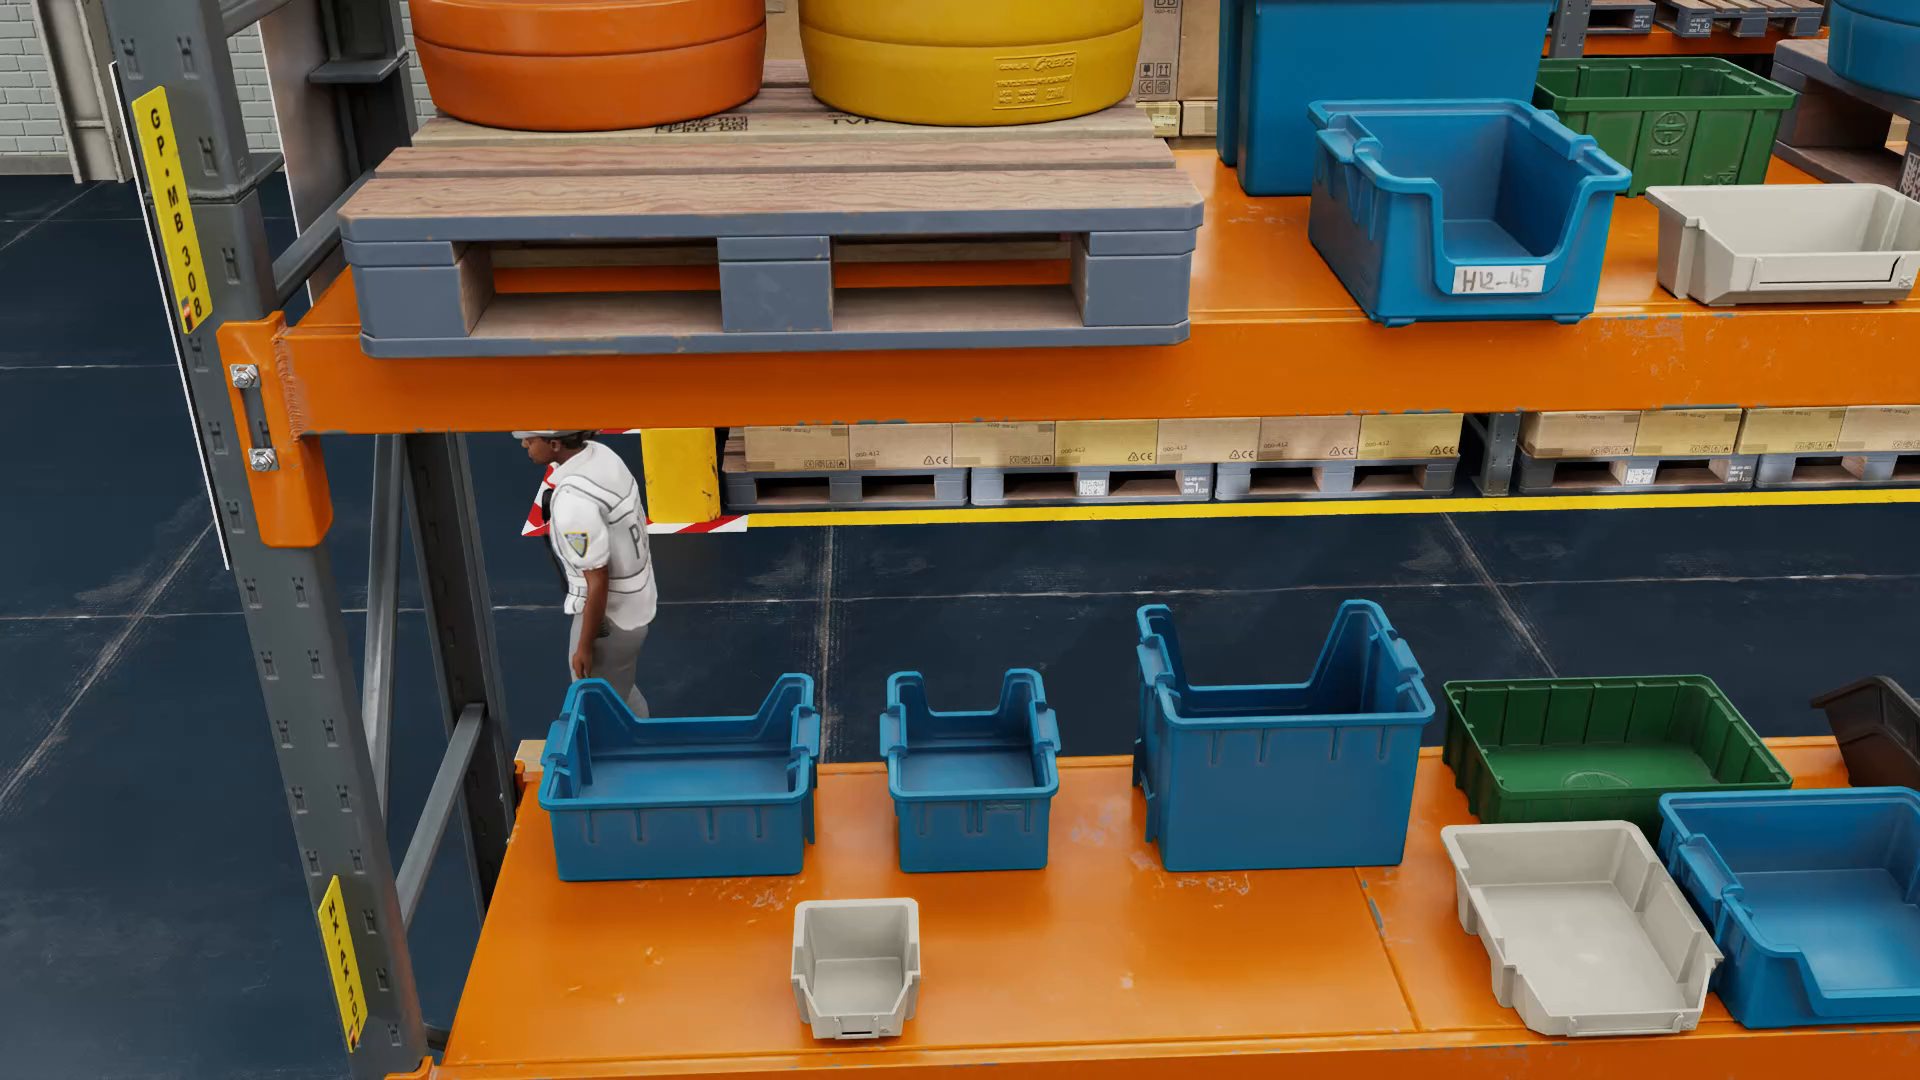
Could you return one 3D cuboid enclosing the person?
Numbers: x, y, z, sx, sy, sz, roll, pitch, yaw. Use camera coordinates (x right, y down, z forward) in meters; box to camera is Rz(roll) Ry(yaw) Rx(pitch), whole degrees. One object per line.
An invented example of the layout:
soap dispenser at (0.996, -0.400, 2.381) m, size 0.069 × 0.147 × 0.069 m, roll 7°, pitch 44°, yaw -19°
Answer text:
person at (-1.225, 0.253, 5.641) m, size 0.399 × 1.657 × 0.512 m, roll -2°, pitch 28°, yaw -3°
